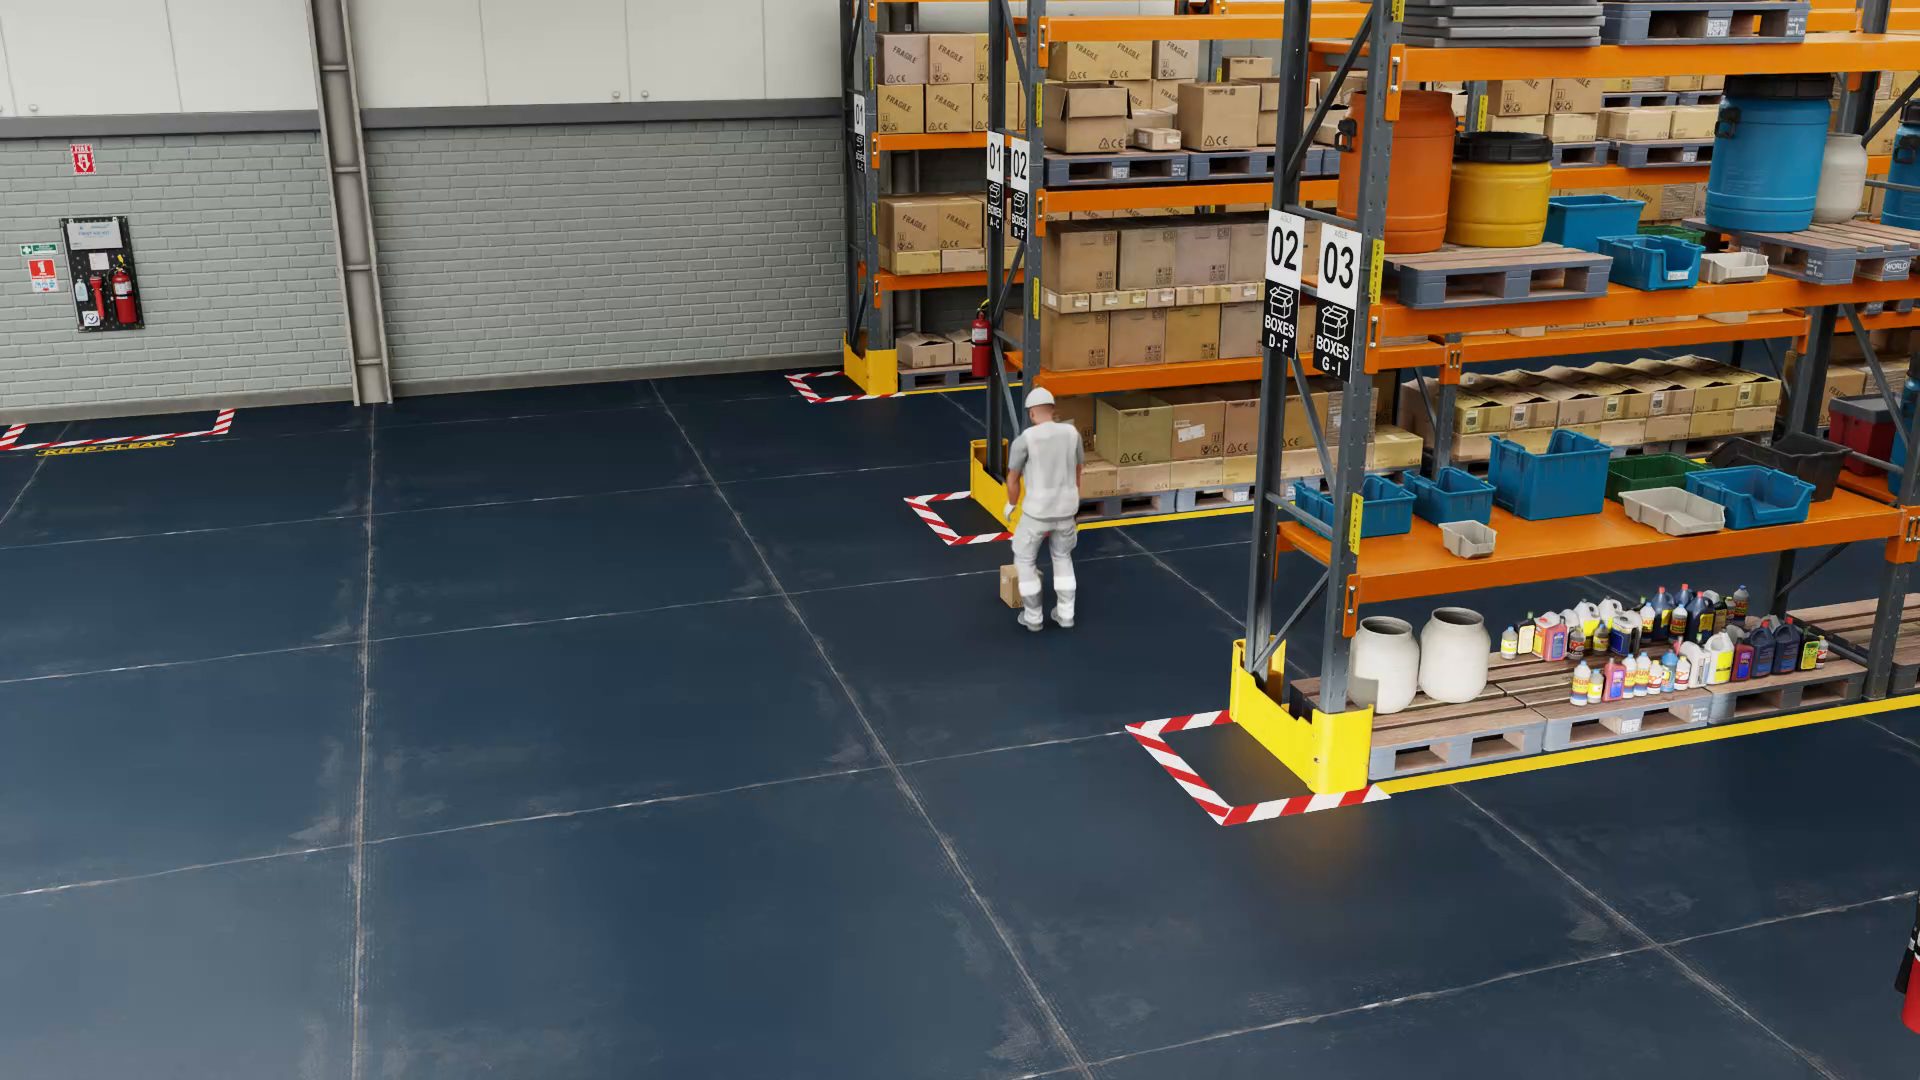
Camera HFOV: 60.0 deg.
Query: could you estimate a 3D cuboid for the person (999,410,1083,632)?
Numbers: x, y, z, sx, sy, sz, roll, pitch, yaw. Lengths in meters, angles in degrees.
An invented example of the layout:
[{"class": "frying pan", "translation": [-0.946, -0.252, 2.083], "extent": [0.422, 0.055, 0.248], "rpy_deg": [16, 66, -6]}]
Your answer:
[{"class": "person", "translation": [0.569, -0.131, 11.809], "extent": [0.579, 1.528, 0.690], "rpy_deg": [-6, 20, -17]}]
